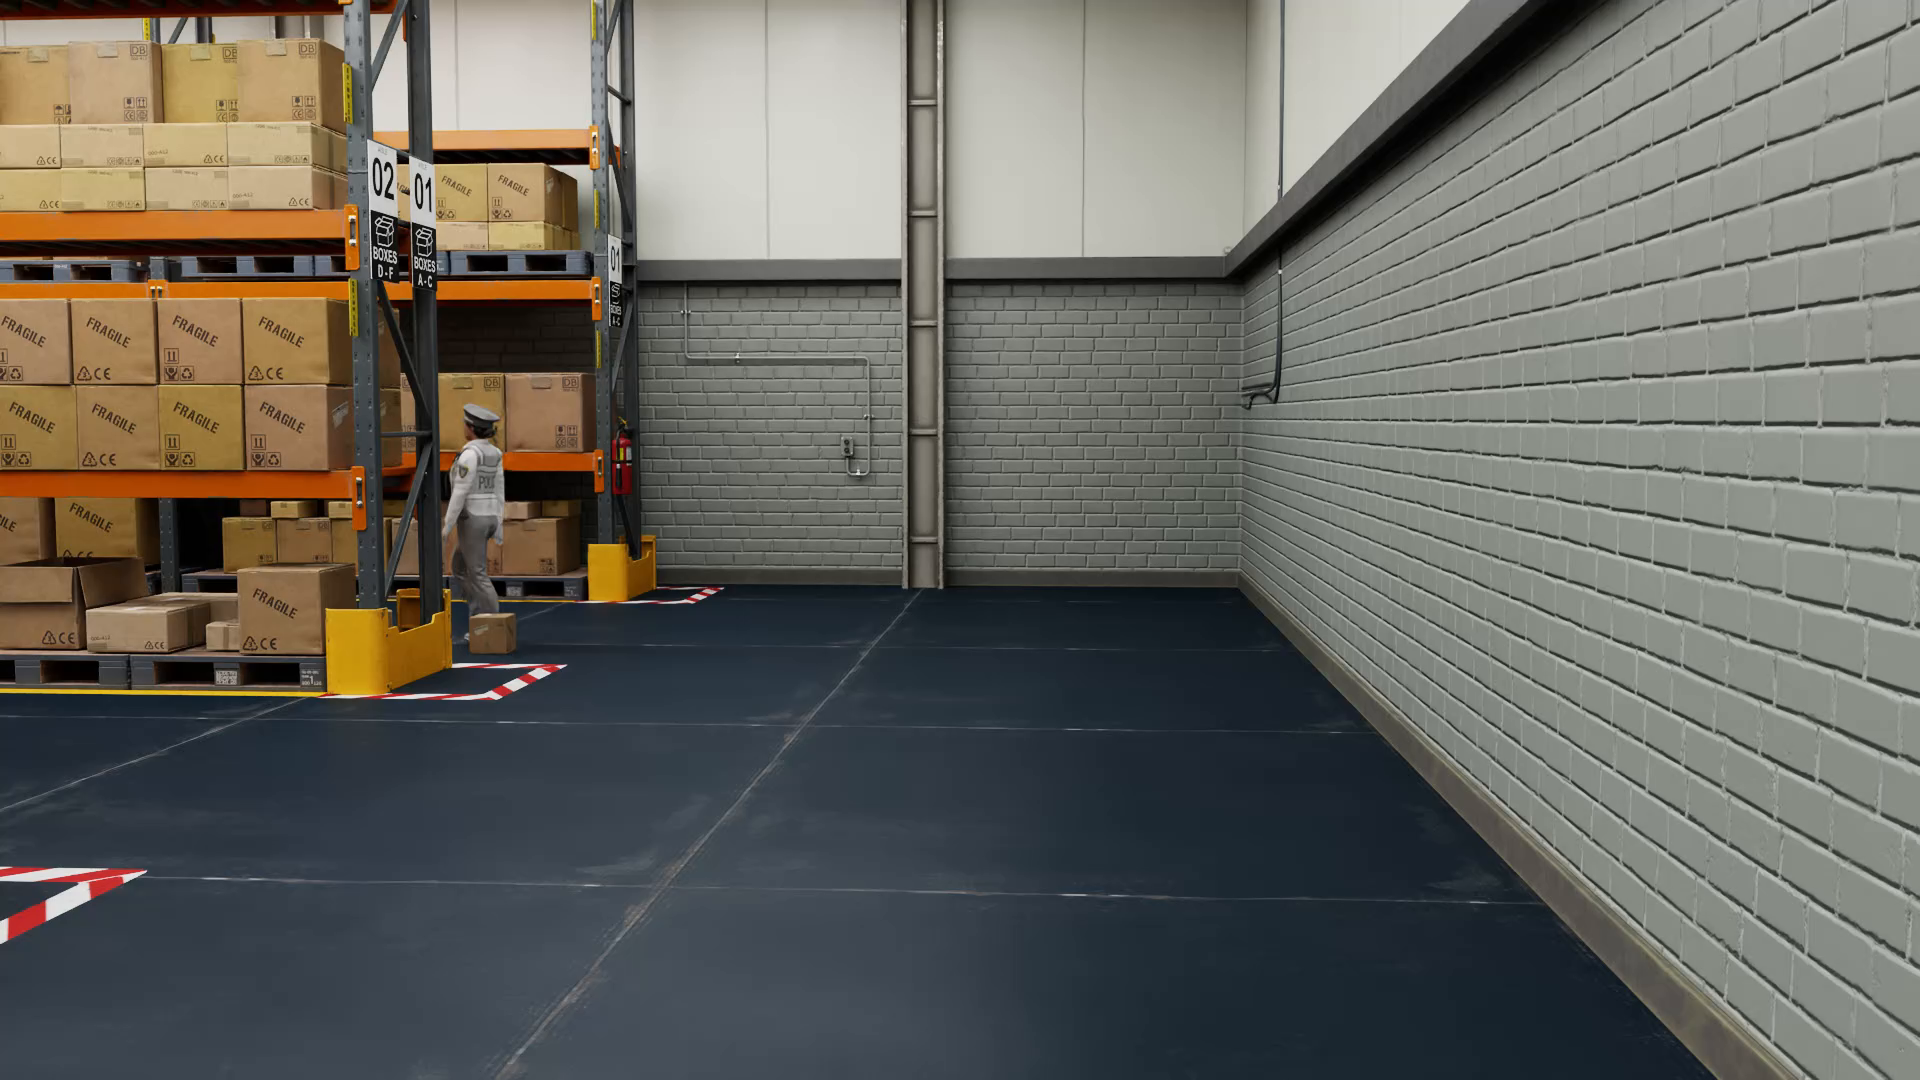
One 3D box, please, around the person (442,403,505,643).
[{"bbox_3d":[-3.456,-0.096,11.748,0.456,1.734,0.482,1,4,8],"label":"person"}]
